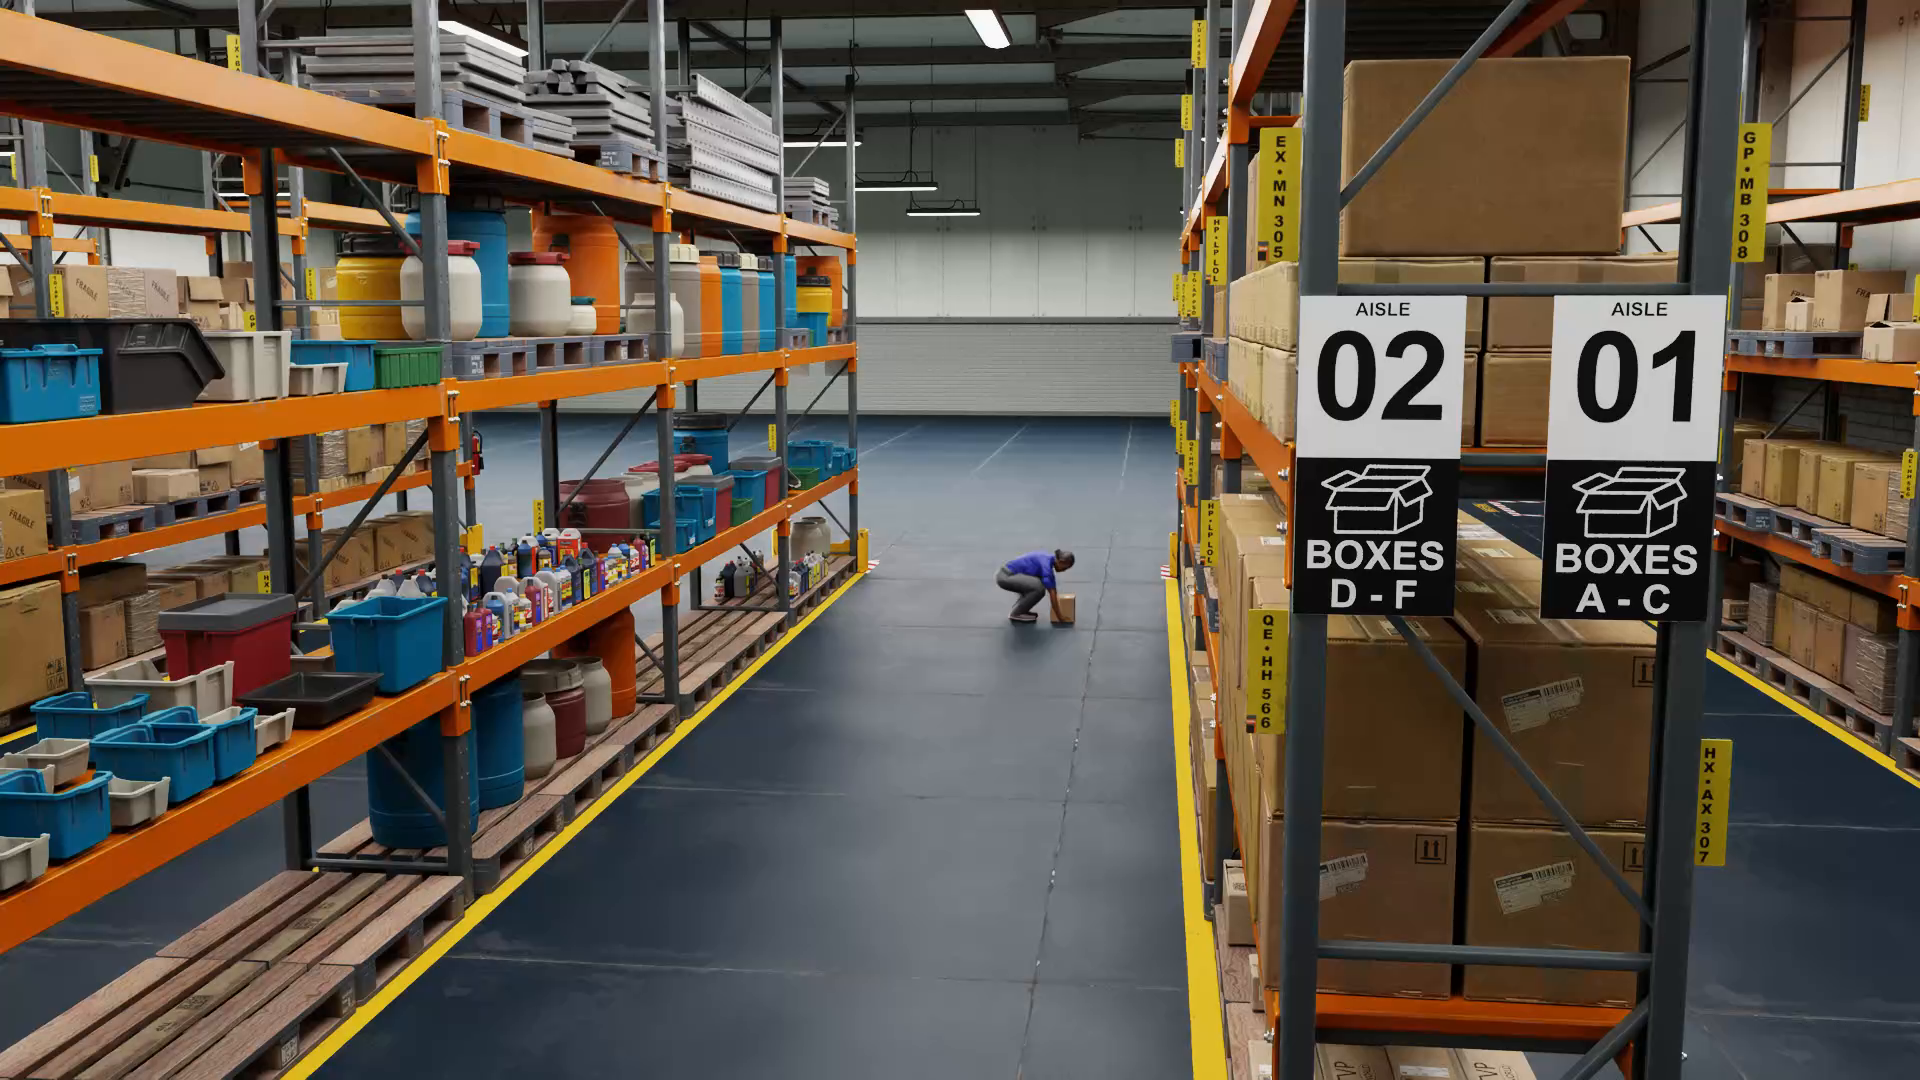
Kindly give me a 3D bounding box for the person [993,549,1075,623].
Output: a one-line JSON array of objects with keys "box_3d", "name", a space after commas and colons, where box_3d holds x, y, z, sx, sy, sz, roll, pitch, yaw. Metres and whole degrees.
[{"box_3d": [0.768, 0.472, 17.335, 0.846, 0.759, 0.440, 1, 8, 5], "name": "person"}]
